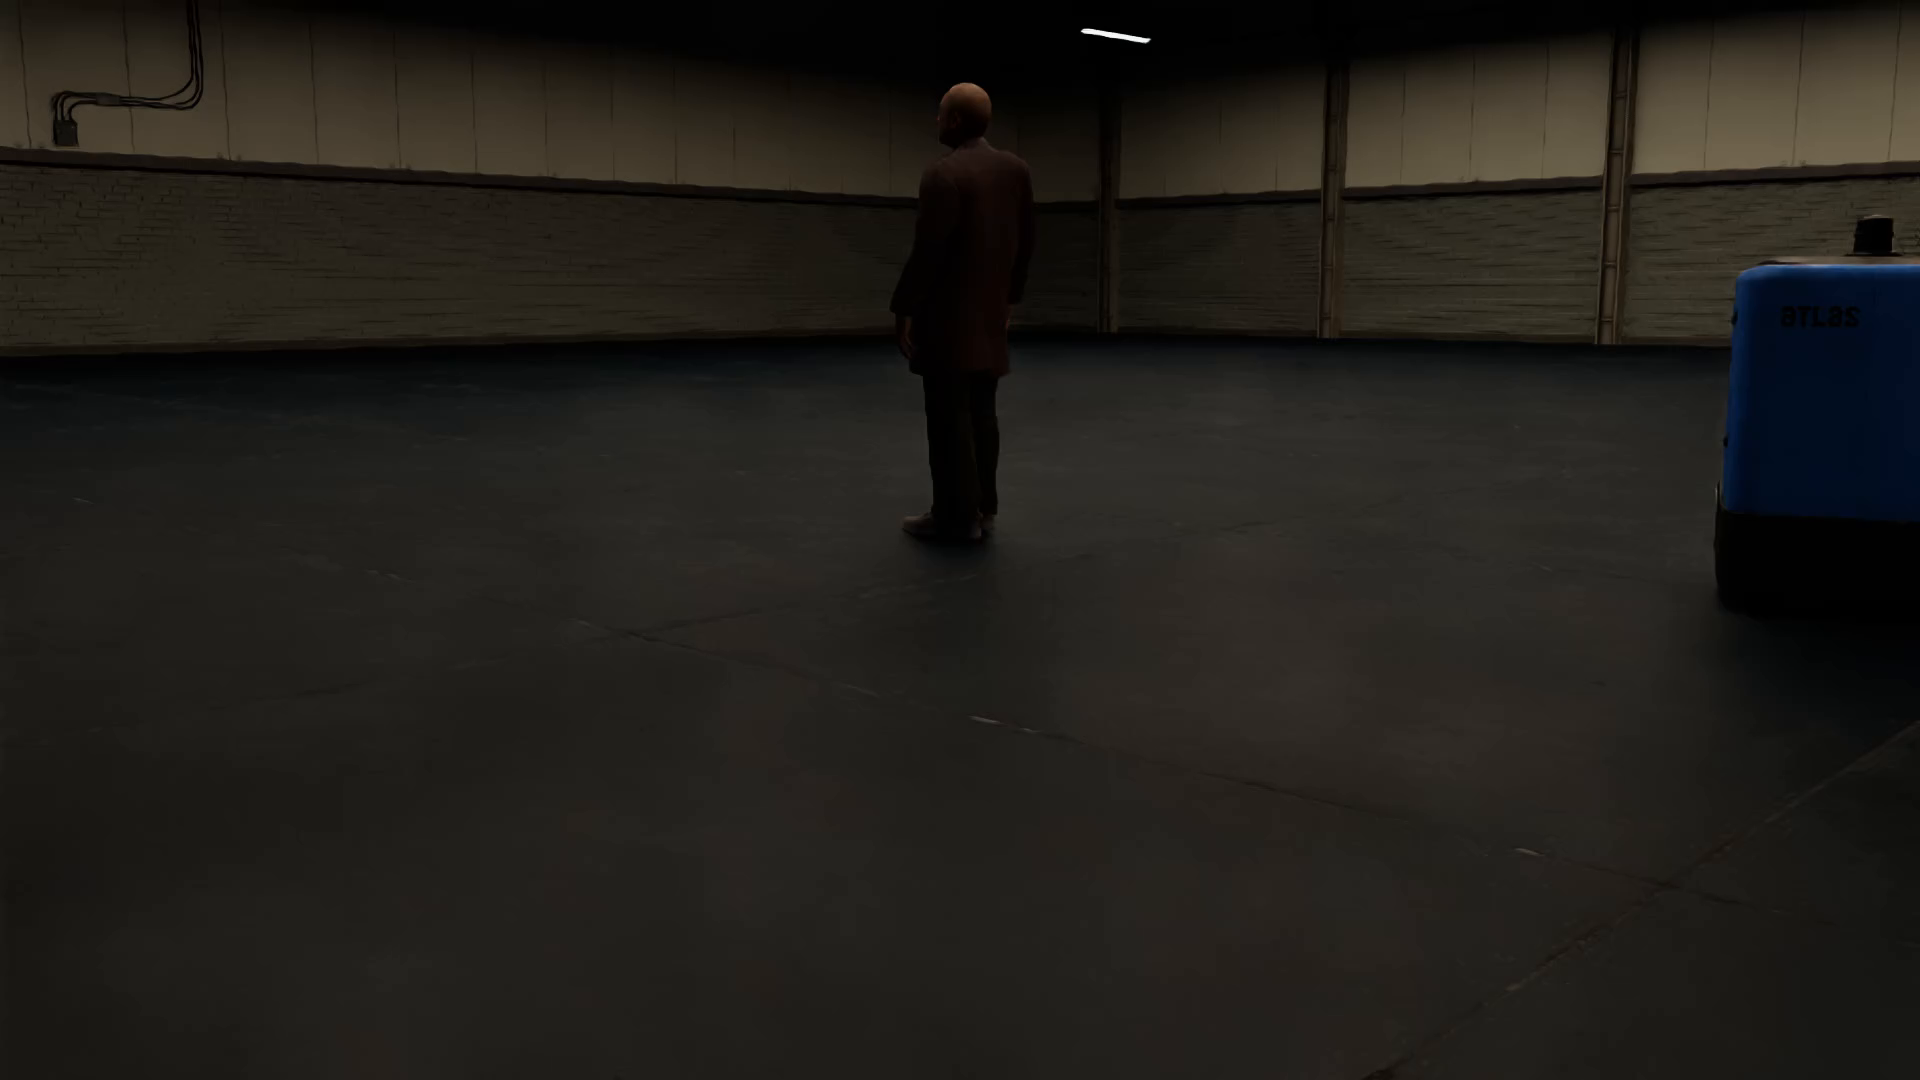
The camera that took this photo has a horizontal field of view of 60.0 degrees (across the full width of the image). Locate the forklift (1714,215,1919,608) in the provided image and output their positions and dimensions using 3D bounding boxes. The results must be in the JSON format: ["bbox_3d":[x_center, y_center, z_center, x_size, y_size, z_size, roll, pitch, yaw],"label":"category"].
[{"bbox_3d":[3.974,-1.206,4.883,3.031,2.935,1.130,4,9,23],"label":"forklift"}]

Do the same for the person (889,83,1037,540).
[{"bbox_3d":[-0.063,-0.896,6.650,0.580,1.776,0.694,8,12,43],"label":"person"}]
